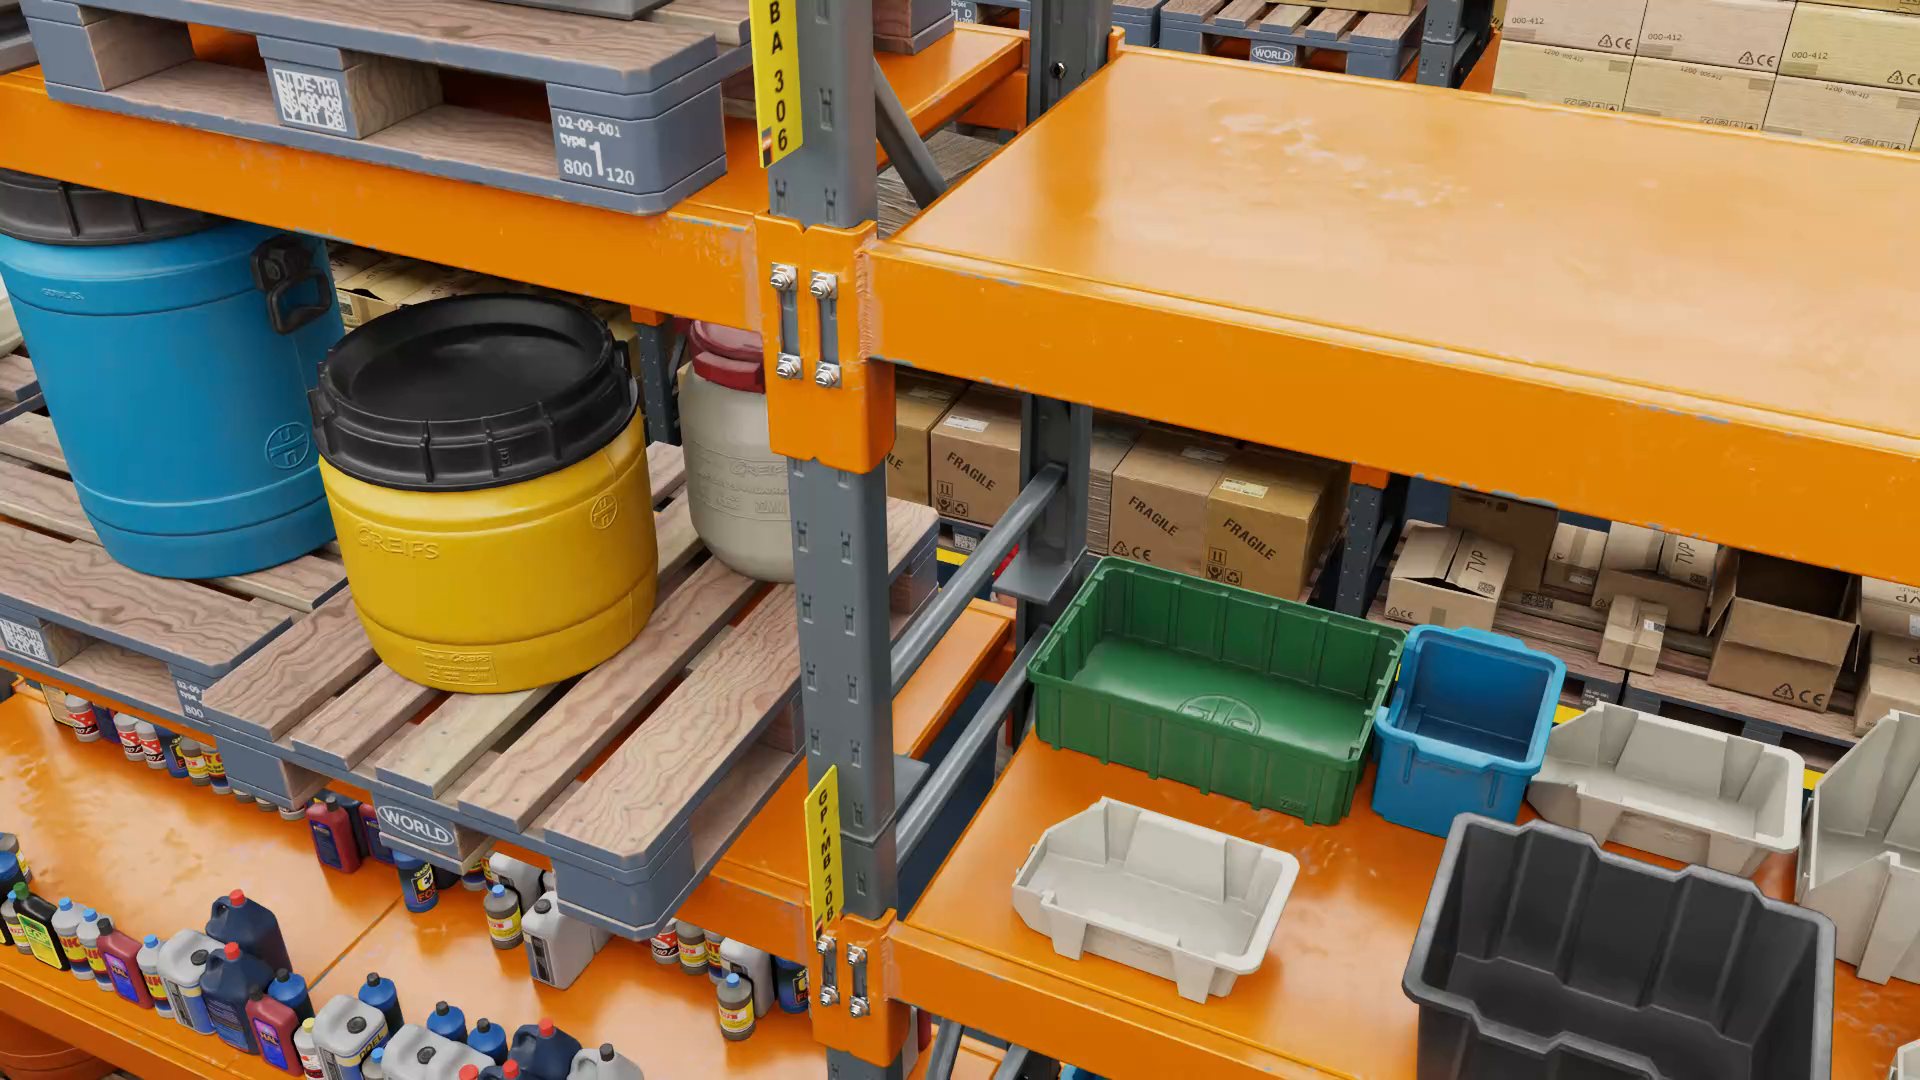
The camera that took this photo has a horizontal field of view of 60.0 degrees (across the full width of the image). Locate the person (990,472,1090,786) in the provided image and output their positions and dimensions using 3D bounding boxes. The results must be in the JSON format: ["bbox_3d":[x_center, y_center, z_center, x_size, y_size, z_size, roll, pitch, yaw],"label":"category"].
[{"bbox_3d":[0.336,0.338,6.986,0.389,1.726,0.588,14,36,20],"label":"person"}]
